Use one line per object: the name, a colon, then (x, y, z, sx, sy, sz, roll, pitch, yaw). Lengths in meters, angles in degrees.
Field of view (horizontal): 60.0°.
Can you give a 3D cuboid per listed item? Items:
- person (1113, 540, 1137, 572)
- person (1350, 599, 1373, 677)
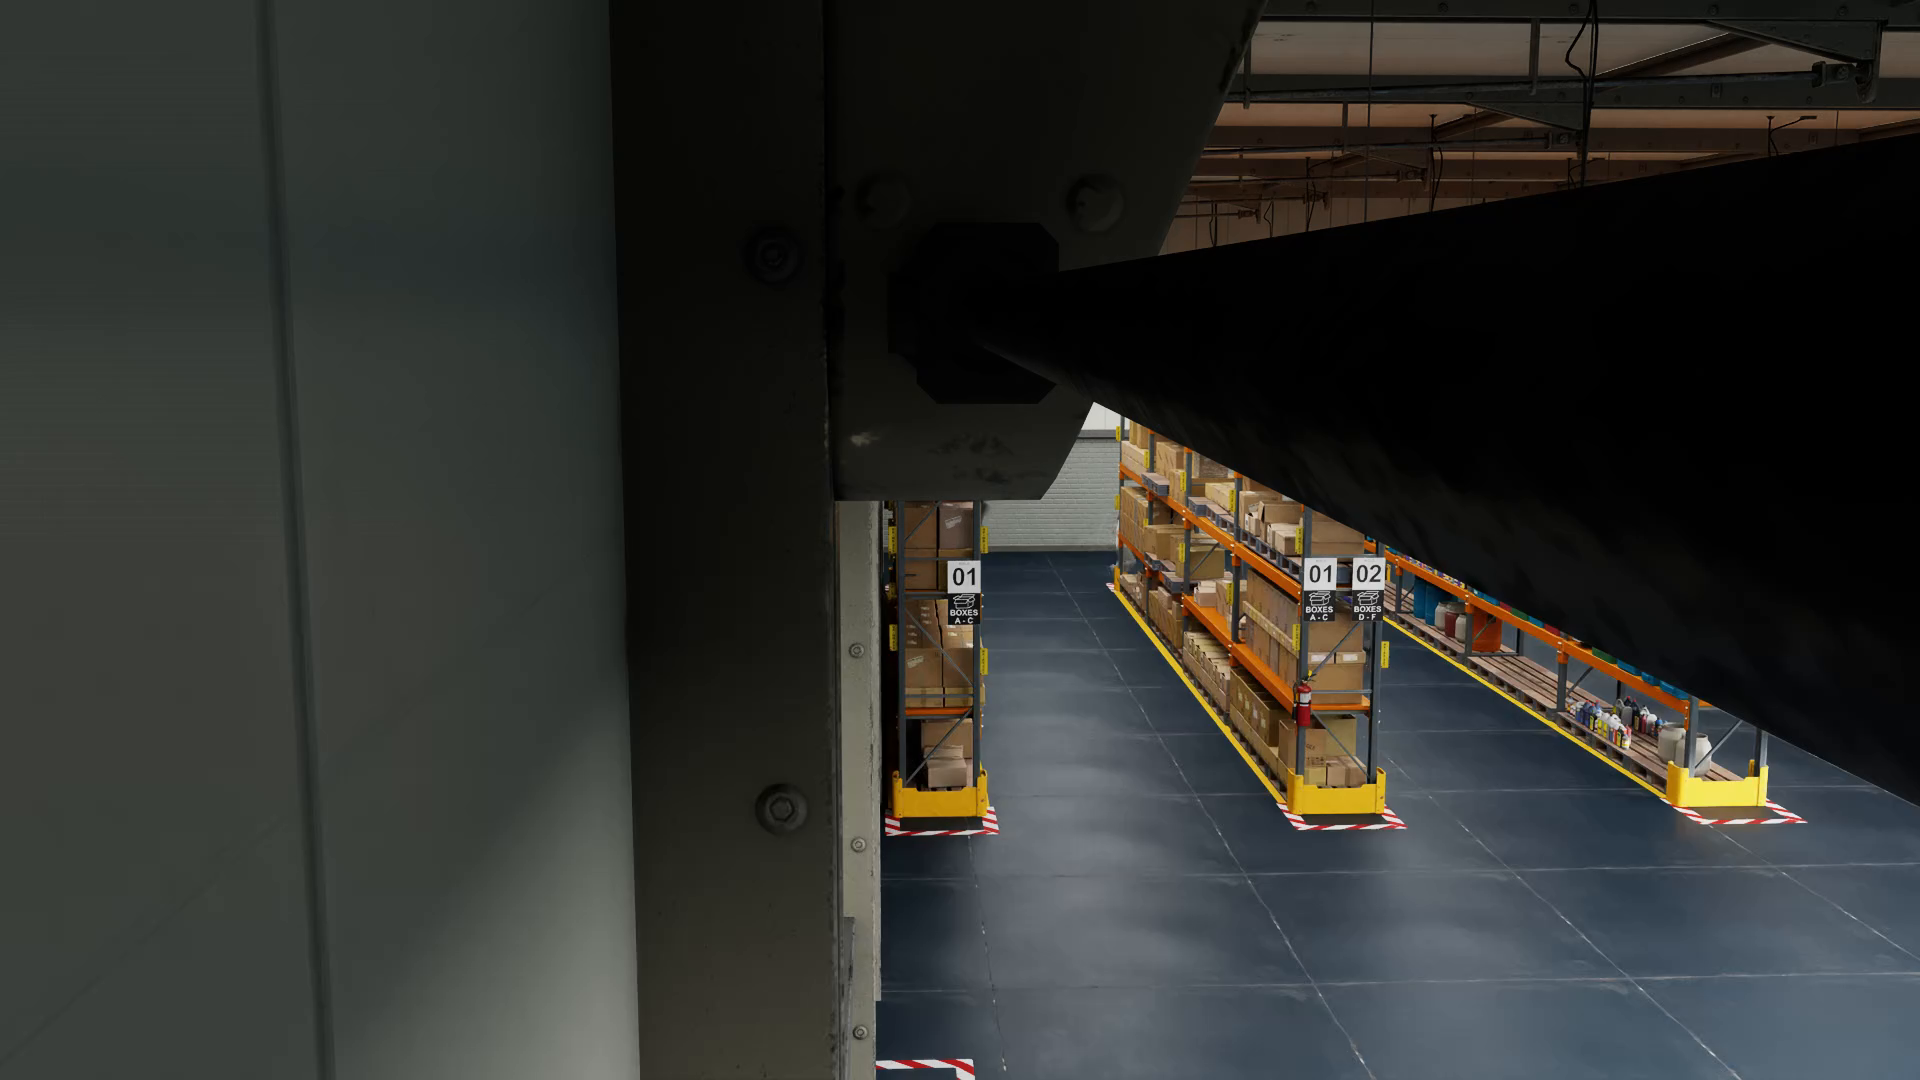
person: (3.745, 0.117, 37.713, 0.529, 1.592, 0.602, 0, 8, -1)
person: (6.842, 1.477, 28.231, 0.558, 1.674, 0.760, -1, 8, -6)
